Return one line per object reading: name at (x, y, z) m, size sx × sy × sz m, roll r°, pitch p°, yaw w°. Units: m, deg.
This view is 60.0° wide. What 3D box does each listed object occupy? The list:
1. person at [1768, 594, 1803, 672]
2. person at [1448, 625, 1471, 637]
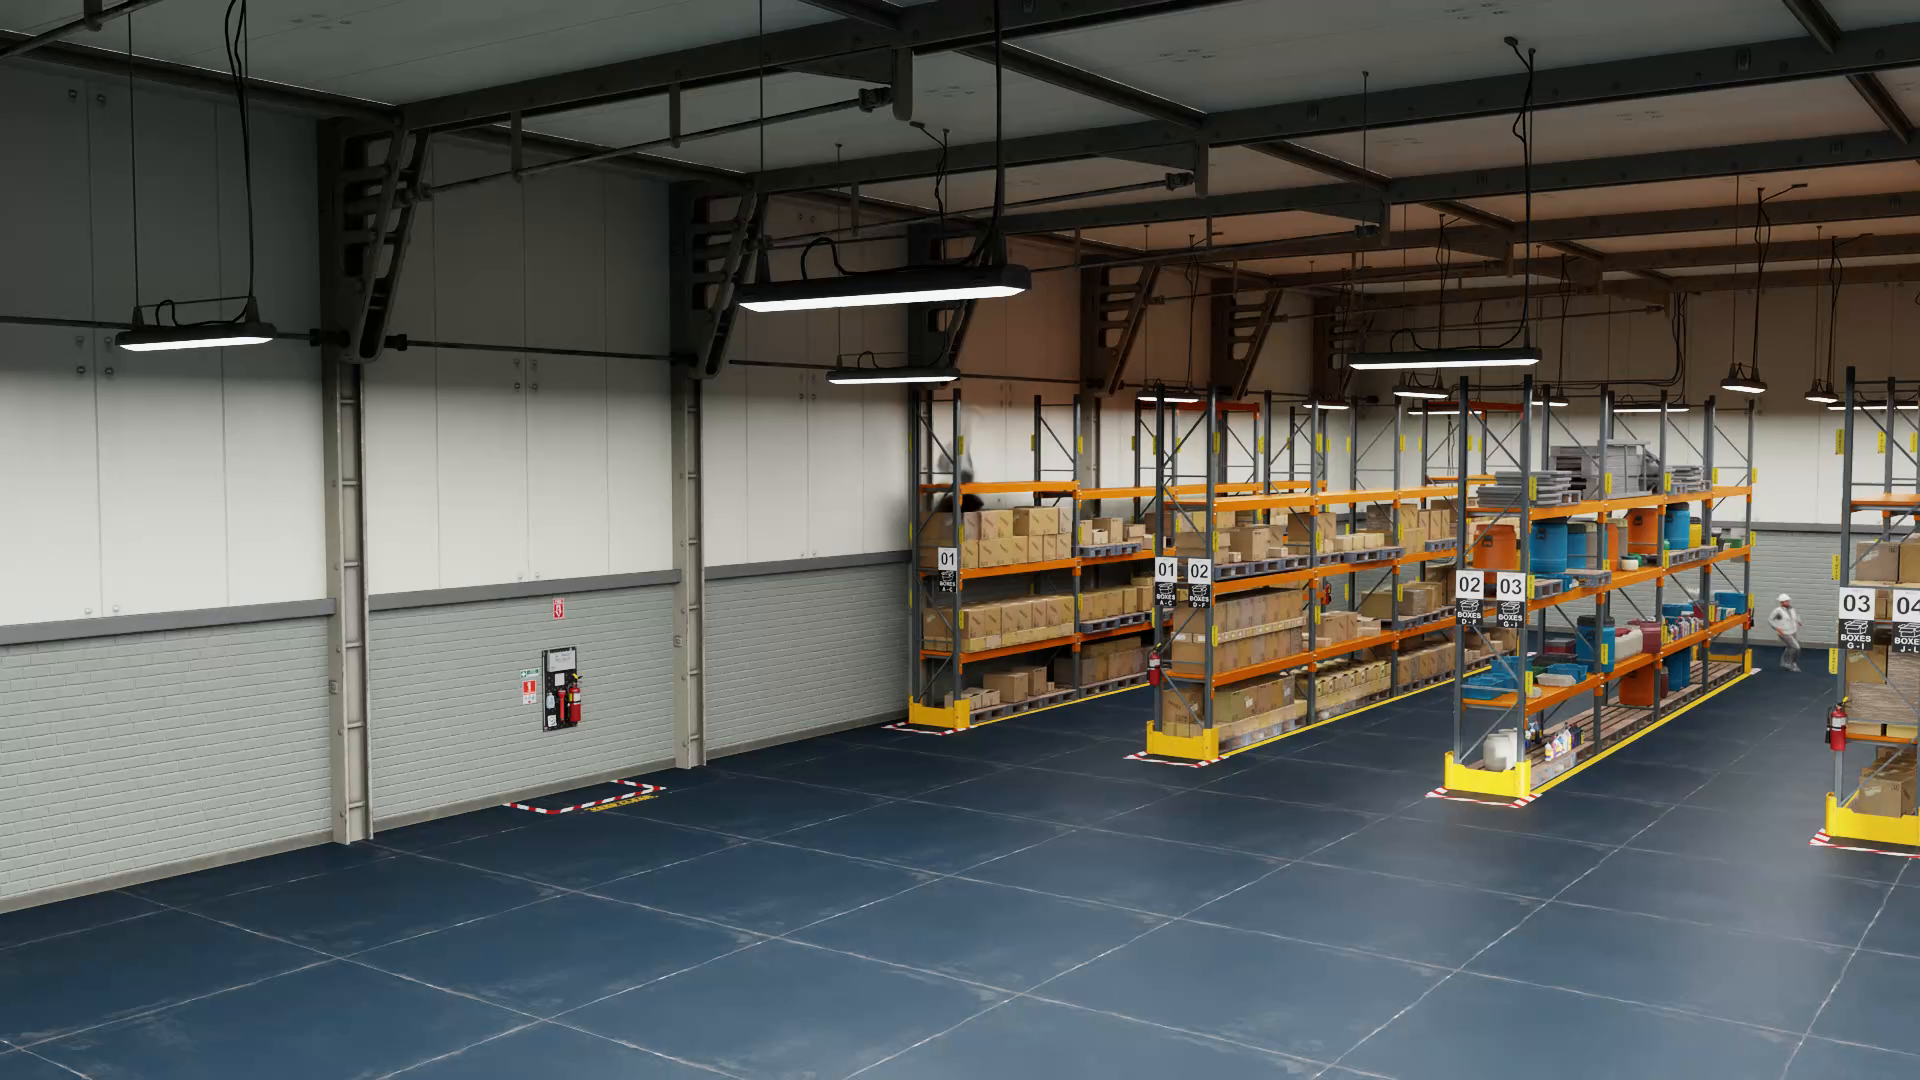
person at (18.348, 2.073, 36.869) m, size 0.747 × 1.770 × 0.664 m, roll -2°, pitch 4°, yaw -28°
person at (12.603, 1.799, 41.753) m, size 0.561 × 1.723 × 0.774 m, roll -2°, pitch 4°, yaw -35°
